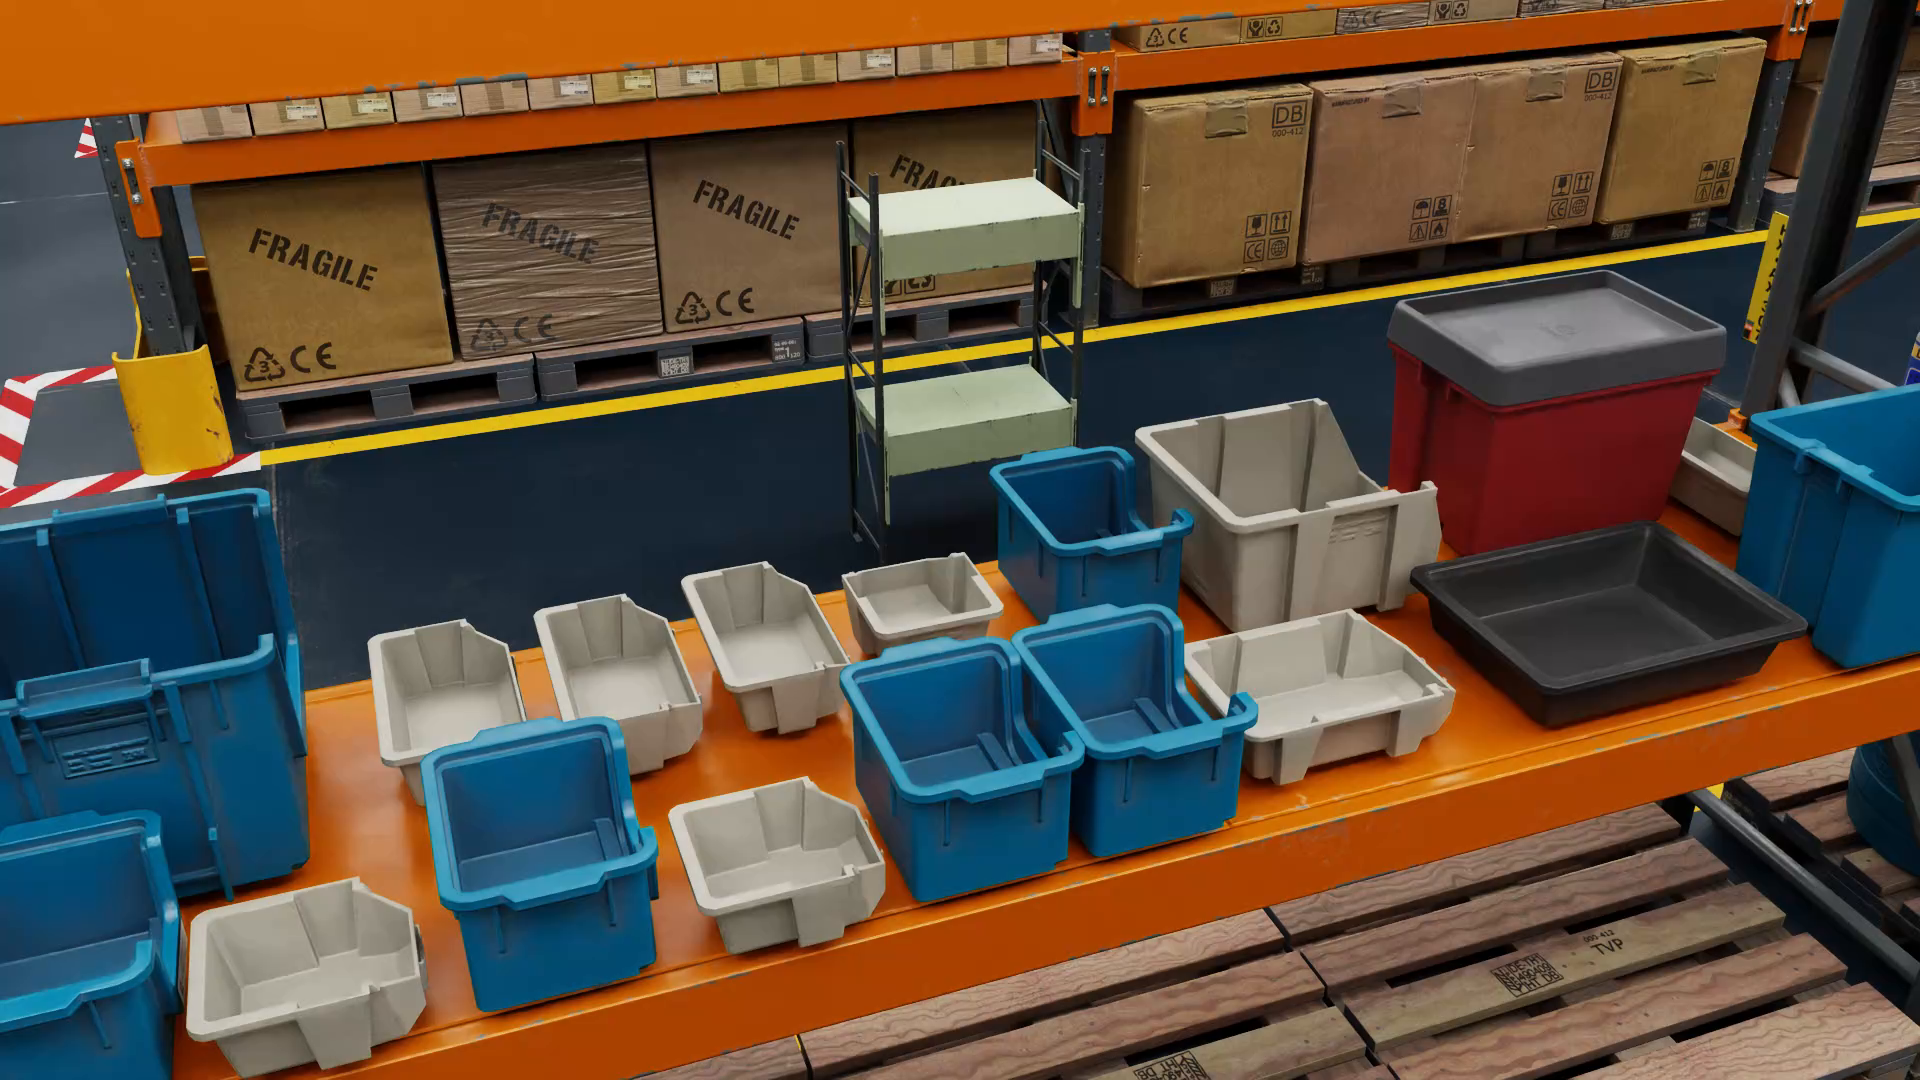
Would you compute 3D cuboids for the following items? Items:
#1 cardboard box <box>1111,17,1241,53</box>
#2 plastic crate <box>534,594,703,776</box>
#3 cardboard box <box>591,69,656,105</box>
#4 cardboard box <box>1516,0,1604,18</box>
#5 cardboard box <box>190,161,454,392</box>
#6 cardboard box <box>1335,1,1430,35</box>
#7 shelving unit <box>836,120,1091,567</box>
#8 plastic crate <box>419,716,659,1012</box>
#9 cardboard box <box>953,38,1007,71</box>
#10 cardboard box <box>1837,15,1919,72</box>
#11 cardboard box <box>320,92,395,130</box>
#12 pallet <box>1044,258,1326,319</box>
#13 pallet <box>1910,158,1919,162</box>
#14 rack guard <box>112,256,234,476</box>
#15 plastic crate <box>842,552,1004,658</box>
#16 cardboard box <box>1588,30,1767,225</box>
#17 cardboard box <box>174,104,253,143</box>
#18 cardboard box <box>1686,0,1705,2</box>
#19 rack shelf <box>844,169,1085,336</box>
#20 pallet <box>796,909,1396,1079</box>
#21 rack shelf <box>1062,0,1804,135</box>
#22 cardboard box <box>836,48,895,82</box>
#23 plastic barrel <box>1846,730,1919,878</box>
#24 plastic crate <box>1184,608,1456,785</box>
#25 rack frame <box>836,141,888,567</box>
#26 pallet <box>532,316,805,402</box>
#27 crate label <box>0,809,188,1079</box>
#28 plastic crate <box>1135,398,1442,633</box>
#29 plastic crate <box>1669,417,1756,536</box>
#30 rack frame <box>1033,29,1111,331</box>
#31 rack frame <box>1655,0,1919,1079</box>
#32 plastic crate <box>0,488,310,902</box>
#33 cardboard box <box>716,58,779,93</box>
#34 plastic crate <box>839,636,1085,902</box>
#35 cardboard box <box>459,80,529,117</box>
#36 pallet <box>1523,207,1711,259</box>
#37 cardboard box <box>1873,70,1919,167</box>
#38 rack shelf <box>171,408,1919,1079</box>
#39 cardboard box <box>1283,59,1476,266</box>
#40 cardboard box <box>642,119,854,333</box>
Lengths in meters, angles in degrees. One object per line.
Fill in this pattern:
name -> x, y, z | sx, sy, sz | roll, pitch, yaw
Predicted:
cardboard box -> 0.958, -2.556, 7.604 | 0.500, 0.500, 0.500 | -10, 31, -17
plastic crate -> -0.605, 0.260, 2.969 | 0.243, 0.136, 0.396 | -10, 31, -18
cardboard box -> -1.421, -1.923, 6.850 | 0.250, 0.149, 0.380 | -11, 32, -19
cardboard box -> 2.857, -2.908, 8.223 | 0.500, 0.500, 0.500 | -11, 32, -19
cardboard box -> -2.738, -1.265, 7.163 | 0.875, 0.875, 0.875 | -10, 31, -18
cardboard box -> 1.898, -2.729, 7.909 | 0.500, 0.500, 0.500 | -11, 32, -19
shelving unit -> 0.006, -0.653, 5.881 | 0.755, 1.500, 0.431 | -10, 31, -18
plastic crate -> -0.619, 0.483, 2.481 | 0.300, 0.233, 0.416 | -10, 31, -18
cardboard box -> 0.026, -2.190, 7.318 | 0.250, 0.149, 0.380 | -10, 31, -17
cardboard box -> 5.299, -2.896, 9.626 | 0.500, 0.250, 0.500 | -7, 30, -12
cardboard box -> -2.382, -1.747, 6.539 | 0.250, 0.149, 0.380 | -11, 32, -19
pallet -> 1.136, -1.505, 8.679 | 1.213, 0.211, 1.003 | -10, 31, -18
pallet -> 6.063, -2.370, 10.198 | 1.213, 0.211, 1.003 | -10, 31, -18
rack guard -> -3.332, -0.768, 7.093 | 0.348, 0.500, 1.175 | -10, 31, -18
plastic crate -> -0.081, 0.141, 3.178 | 0.250, 0.136, 0.298 | -10, 31, -18
cardboard box -> 3.534, -2.389, 9.135 | 0.875, 0.875, 1.225 | -12, 32, -20
cardboard box -> -2.862, -1.657, 6.383 | 0.250, 0.149, 0.380 | -10, 31, -17
cardboard box -> 3.812, -3.082, 8.529 | 0.500, 0.500, 0.500 | -9, 31, -16
rack shelf -> 0.006, -0.992, 5.688 | 0.720, 0.370, 0.431 | -10, 31, -18
pallet -> 0.345, 1.318, 3.723 | 1.213, 0.211, 1.003 | -10, 31, -18
rack shelf -> 2.314, -2.581, 8.477 | 4.000, 0.370, 1.077 | -10, 31, -18
cardboard box -> -0.455, -2.102, 7.163 | 0.250, 0.149, 0.380 | -10, 31, -17
plastic barrel -> 2.682, 0.392, 4.226 | 0.708, 0.901, 0.600 | -10, 31, -18
plastic crate -> 0.639, 0.278, 2.938 | 0.466, 0.136, 0.293 | -10, 31, -18
rack frame -> -0.337, -0.590, 5.770 | 0.023, 1.500, 0.400 | -10, 31, -18
pallet -> -1.446, -1.030, 7.844 | 1.213, 0.211, 1.003 | -10, 31, -18
crate label -> -1.236, 0.596, 2.281 | 0.303, 0.233, 0.416 | -10, 31, -18
plastic crate -> 0.671, -0.047, 3.362 | 0.530, 0.282, 0.437 | -10, 31, -18
plastic crate -> 1.680, -0.148, 3.686 | 0.243, 0.136, 0.396 | -10, 31, -18
rack frame -> 0.439, -2.549, 7.693 | 0.127, 3.000, 1.000 | -10, 31, -18
rack frame -> 2.166, -0.251, 3.660 | 0.127, 3.000, 1.000 | -10, 31, -18
plastic crate -> -1.334, 0.254, 2.678 | 0.499, 0.435, 0.616 | -10, 31, -18
cardboard box -> -0.937, -2.013, 7.007 | 0.250, 0.149, 0.380 | -11, 31, -18
plastic crate -> -0.002, 0.369, 2.680 | 0.300, 0.233, 0.416 | -10, 31, -18
cardboard box -> -1.900, -1.836, 6.695 | 0.250, 0.149, 0.380 | -11, 31, -19
pallet -> 3.423, -1.926, 9.418 | 1.213, 0.211, 1.003 | -10, 31, -18
cardboard box -> 5.325, -2.571, 9.813 | 0.500, 0.500, 0.700 | -13, 32, -22
rack shelf -> 0.292, 0.407, 3.232 | 4.000, 0.370, 1.077 | -10, 31, -18
cardboard box -> 1.869, -2.082, 8.597 | 0.875, 0.875, 1.225 | -12, 32, -19
cardboard box -> -1.051, -1.576, 7.708 | 0.875, 0.875, 0.875 | -10, 31, -18
